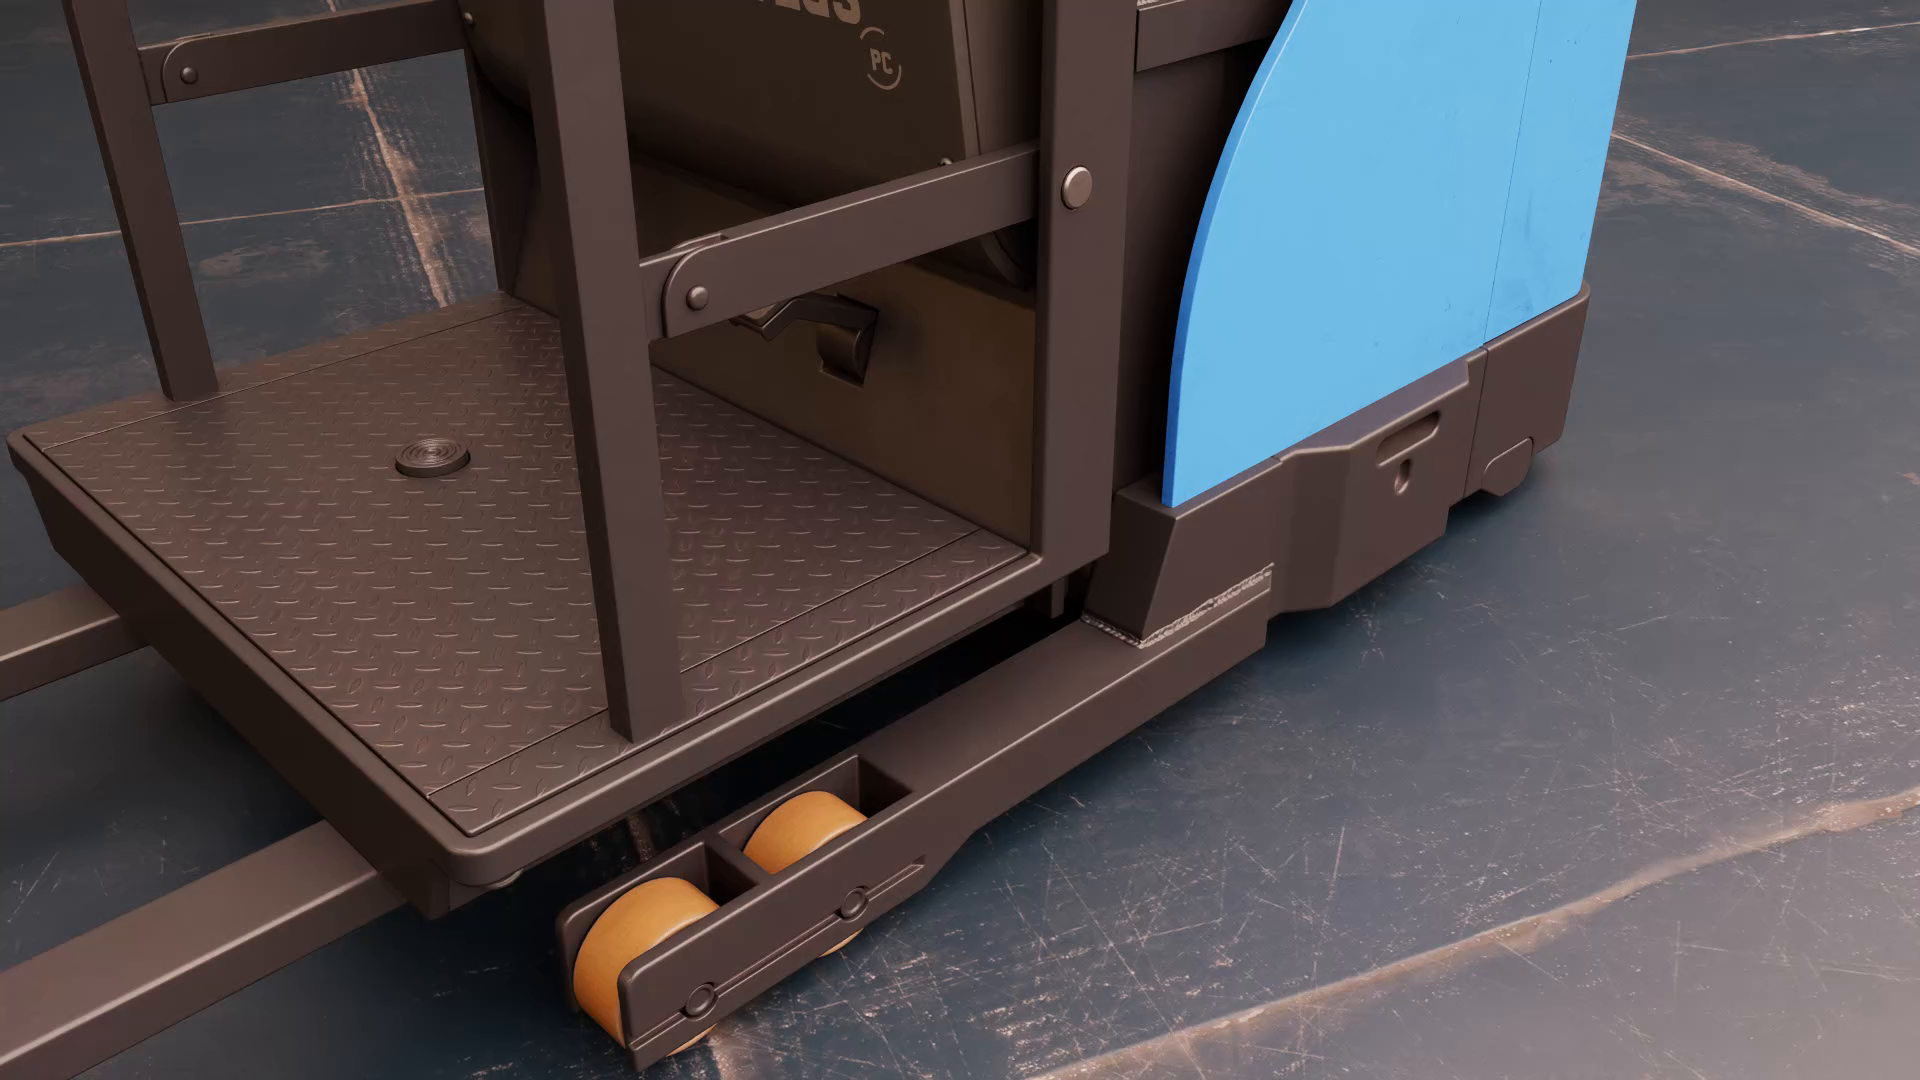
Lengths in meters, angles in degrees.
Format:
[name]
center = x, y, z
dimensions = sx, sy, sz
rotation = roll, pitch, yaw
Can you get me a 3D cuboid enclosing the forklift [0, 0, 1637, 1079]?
[forklift]
center = -0.435, -1.063, 1.405
dimensions = 3.031, 2.935, 1.130
rotation = -26, 39, -37
